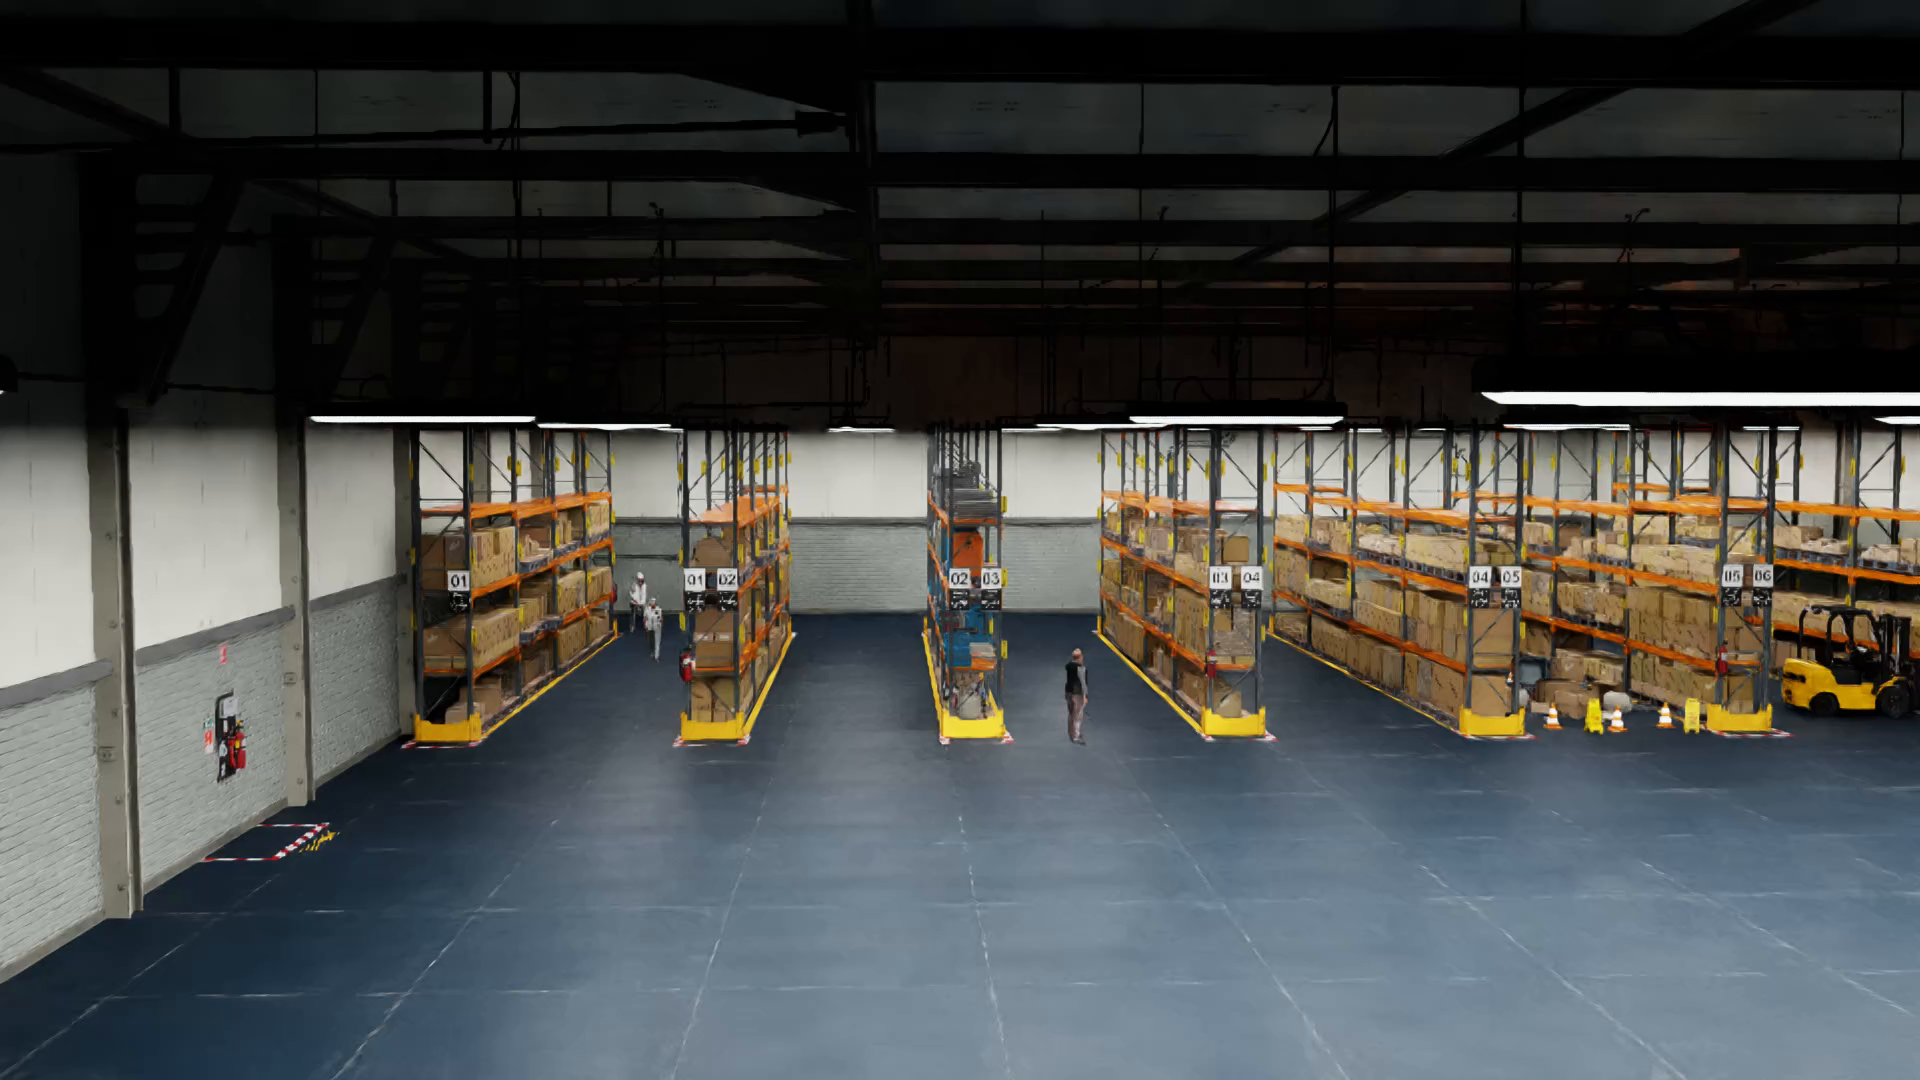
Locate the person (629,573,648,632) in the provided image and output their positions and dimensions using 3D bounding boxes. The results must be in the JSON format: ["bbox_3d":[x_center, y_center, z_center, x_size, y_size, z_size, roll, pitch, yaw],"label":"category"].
[{"bbox_3d":[-9.246,1.791,47.872,0.645,1.725,0.746,-2,4,-30],"label":"person"}]

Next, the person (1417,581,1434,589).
[{"bbox_3d":[13.933,1.636,49.743,0.363,1.782,0.617,-3,5,-36],"label":"person"}]

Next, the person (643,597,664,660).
[{"bbox_3d":[-7.759,2.225,42.074,0.497,1.583,1.090,0,4,0],"label":"person"}]

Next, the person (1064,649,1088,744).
[{"bbox_3d":[2.193,2.871,30.810,0.463,1.731,0.598,-2,4,-30],"label":"person"}]
